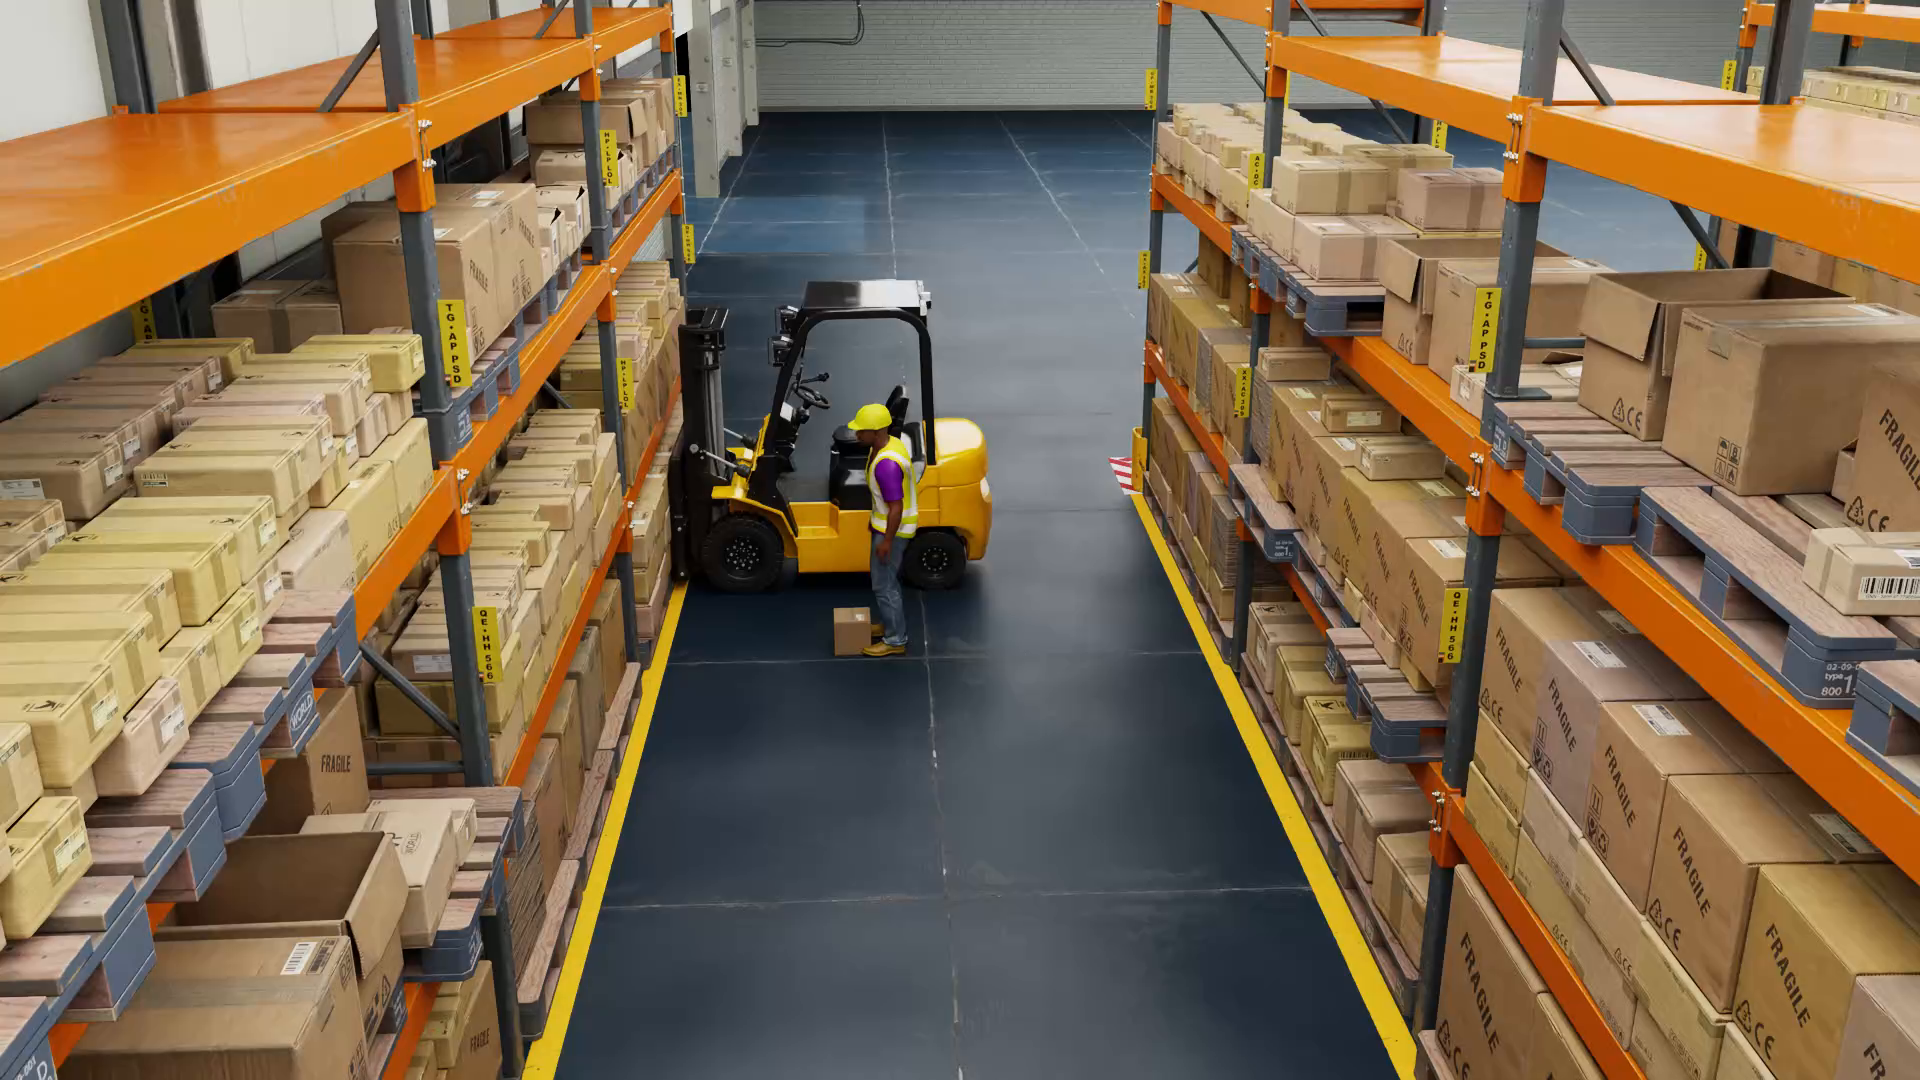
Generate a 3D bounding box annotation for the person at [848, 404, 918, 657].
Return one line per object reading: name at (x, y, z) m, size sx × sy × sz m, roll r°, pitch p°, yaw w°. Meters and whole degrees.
person at (-0.515, -0.079, 11.264) m, size 0.457 × 1.760 × 0.635 m, roll -2°, pitch 20°, yaw -6°
